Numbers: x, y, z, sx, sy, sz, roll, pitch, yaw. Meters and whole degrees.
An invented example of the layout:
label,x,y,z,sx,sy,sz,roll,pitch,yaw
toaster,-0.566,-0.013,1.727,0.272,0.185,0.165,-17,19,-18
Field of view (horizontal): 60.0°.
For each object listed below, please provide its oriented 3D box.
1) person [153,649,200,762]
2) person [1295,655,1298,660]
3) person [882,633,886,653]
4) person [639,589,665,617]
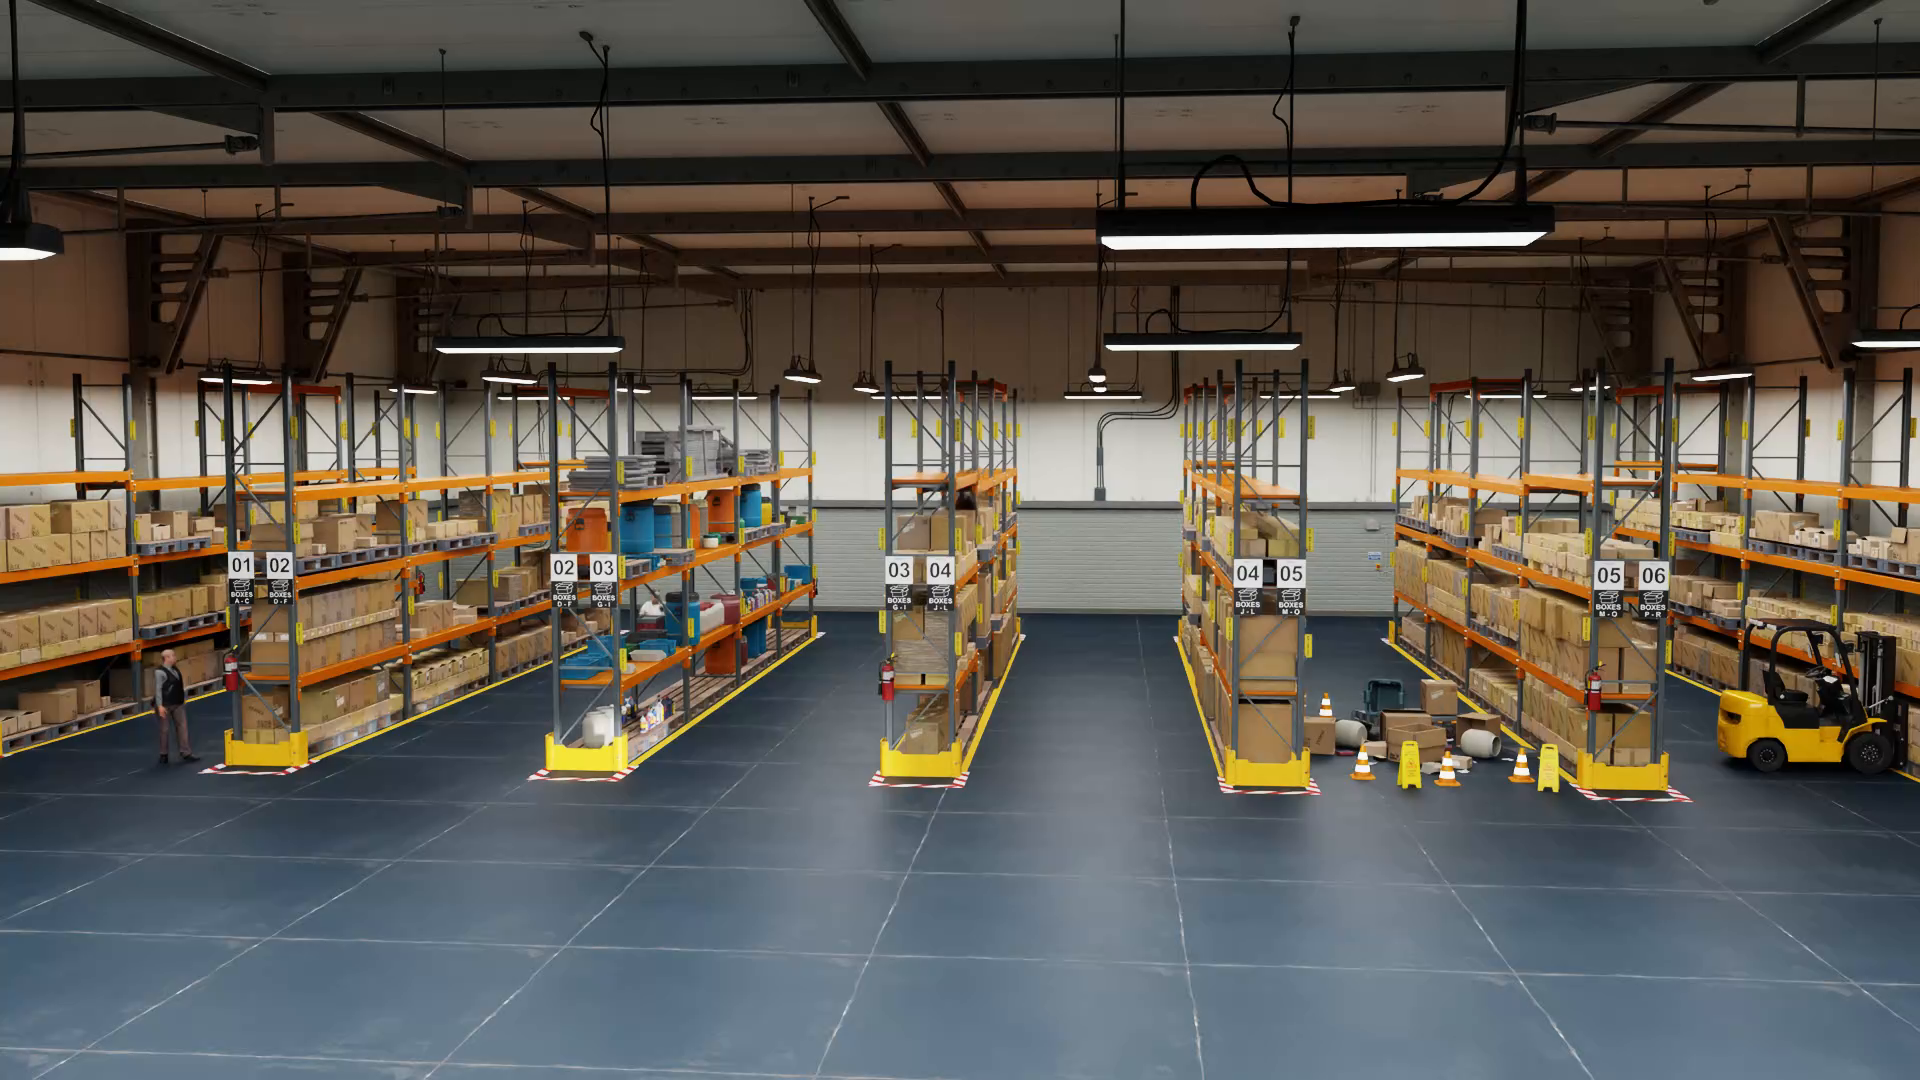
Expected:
label,x,y,z,sx,sy,sz,roll,pitch,yaw
person,-11.882,2.504,25.068,0.624,1.715,0.573,2,4,29
person,7.226,1.745,36.059,0.621,1.804,0.388,-3,5,-41
person,-1.363,2.012,33.678,0.449,1.543,0.939,0,4,3
person,-6.330,1.898,34.381,0.657,1.791,0.947,0,4,6
